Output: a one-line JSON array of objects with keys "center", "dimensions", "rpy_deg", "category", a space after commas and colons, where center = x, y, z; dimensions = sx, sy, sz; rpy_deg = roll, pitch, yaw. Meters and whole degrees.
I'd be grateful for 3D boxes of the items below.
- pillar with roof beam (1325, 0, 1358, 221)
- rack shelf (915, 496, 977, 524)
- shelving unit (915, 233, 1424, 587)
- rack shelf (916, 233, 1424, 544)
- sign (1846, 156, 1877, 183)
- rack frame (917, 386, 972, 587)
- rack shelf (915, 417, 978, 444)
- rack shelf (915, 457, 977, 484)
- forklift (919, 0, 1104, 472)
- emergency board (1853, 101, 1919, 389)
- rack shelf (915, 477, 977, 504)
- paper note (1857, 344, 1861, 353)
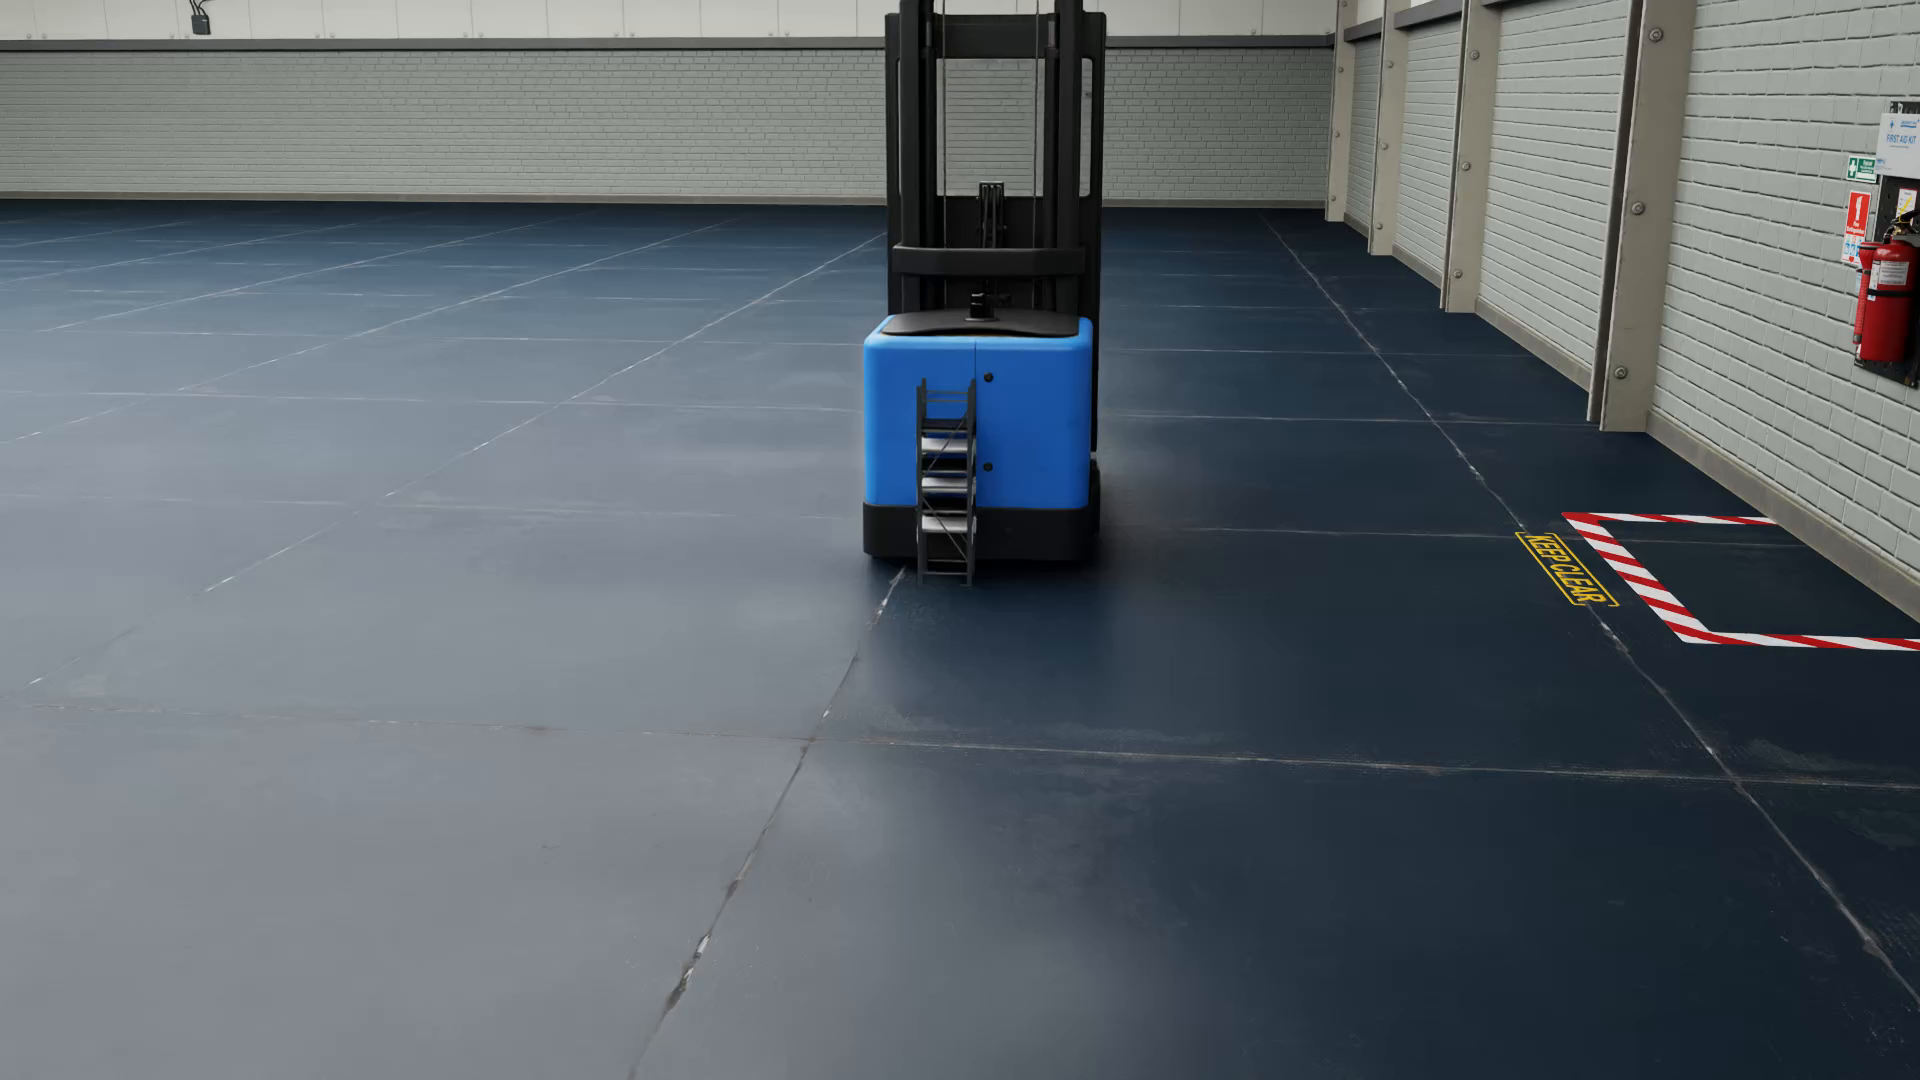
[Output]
[{"center": [2.087, -9.892, 27.507], "dimensions": [9.100, 9.000, 0.400], "rpy_deg": [2, 15, 6], "category": "pillar with roof beam"}, {"center": [-0.059, -0.135, 7.408], "dimensions": [0.258, 0.077, 0.200], "rpy_deg": [1, 15, 5], "category": "rack shelf"}, {"center": [3.824, -2.649, 16.235], "dimensions": [6.446, 0.900, 19.154], "rpy_deg": [1, 15, 5], "category": "shelving unit"}, {"center": [3.824, -2.348, 16.319], "dimensions": [6.446, 0.275, 19.149], "rpy_deg": [1, 15, 5], "category": "rack shelf"}, {"center": [4.129, -1.697, 7.609], "dimensions": [0.001, 0.109, 0.331], "rpy_deg": [2, 15, 6], "category": "sign"}, {"center": [-0.068, -0.227, 7.278], "dimensions": [0.240, 0.900, 0.006], "rpy_deg": [1, 15, 5], "category": "rack frame"}, {"center": [-0.059, -0.482, 7.314], "dimensions": [0.258, 0.077, 0.200], "rpy_deg": [1, 15, 5], "category": "rack shelf"}, {"center": [-0.059, -0.308, 7.361], "dimensions": [0.258, 0.077, 0.200], "rpy_deg": [1, 15, 5], "category": "rack shelf"}, {"center": [0.199, -1.654, 8.662], "dimensions": [1.121, 2.935, 3.031], "rpy_deg": [1, 15, 5], "category": "forklift"}, {"center": [3.973, -1.285, 7.167], "dimensions": [0.194, 1.169, 0.643], "rpy_deg": [2, 15, 6], "category": "emergency board"}, {"center": [-0.059, -0.221, 7.385], "dimensions": [0.258, 0.077, 0.200], "rpy_deg": [1, 15, 5], "category": "rack shelf"}, {"center": [4.062, -0.903, 7.444], "dimensions": [0.016, 0.148, 0.142], "rpy_deg": [2, 15, 6], "category": "paper note"}]
